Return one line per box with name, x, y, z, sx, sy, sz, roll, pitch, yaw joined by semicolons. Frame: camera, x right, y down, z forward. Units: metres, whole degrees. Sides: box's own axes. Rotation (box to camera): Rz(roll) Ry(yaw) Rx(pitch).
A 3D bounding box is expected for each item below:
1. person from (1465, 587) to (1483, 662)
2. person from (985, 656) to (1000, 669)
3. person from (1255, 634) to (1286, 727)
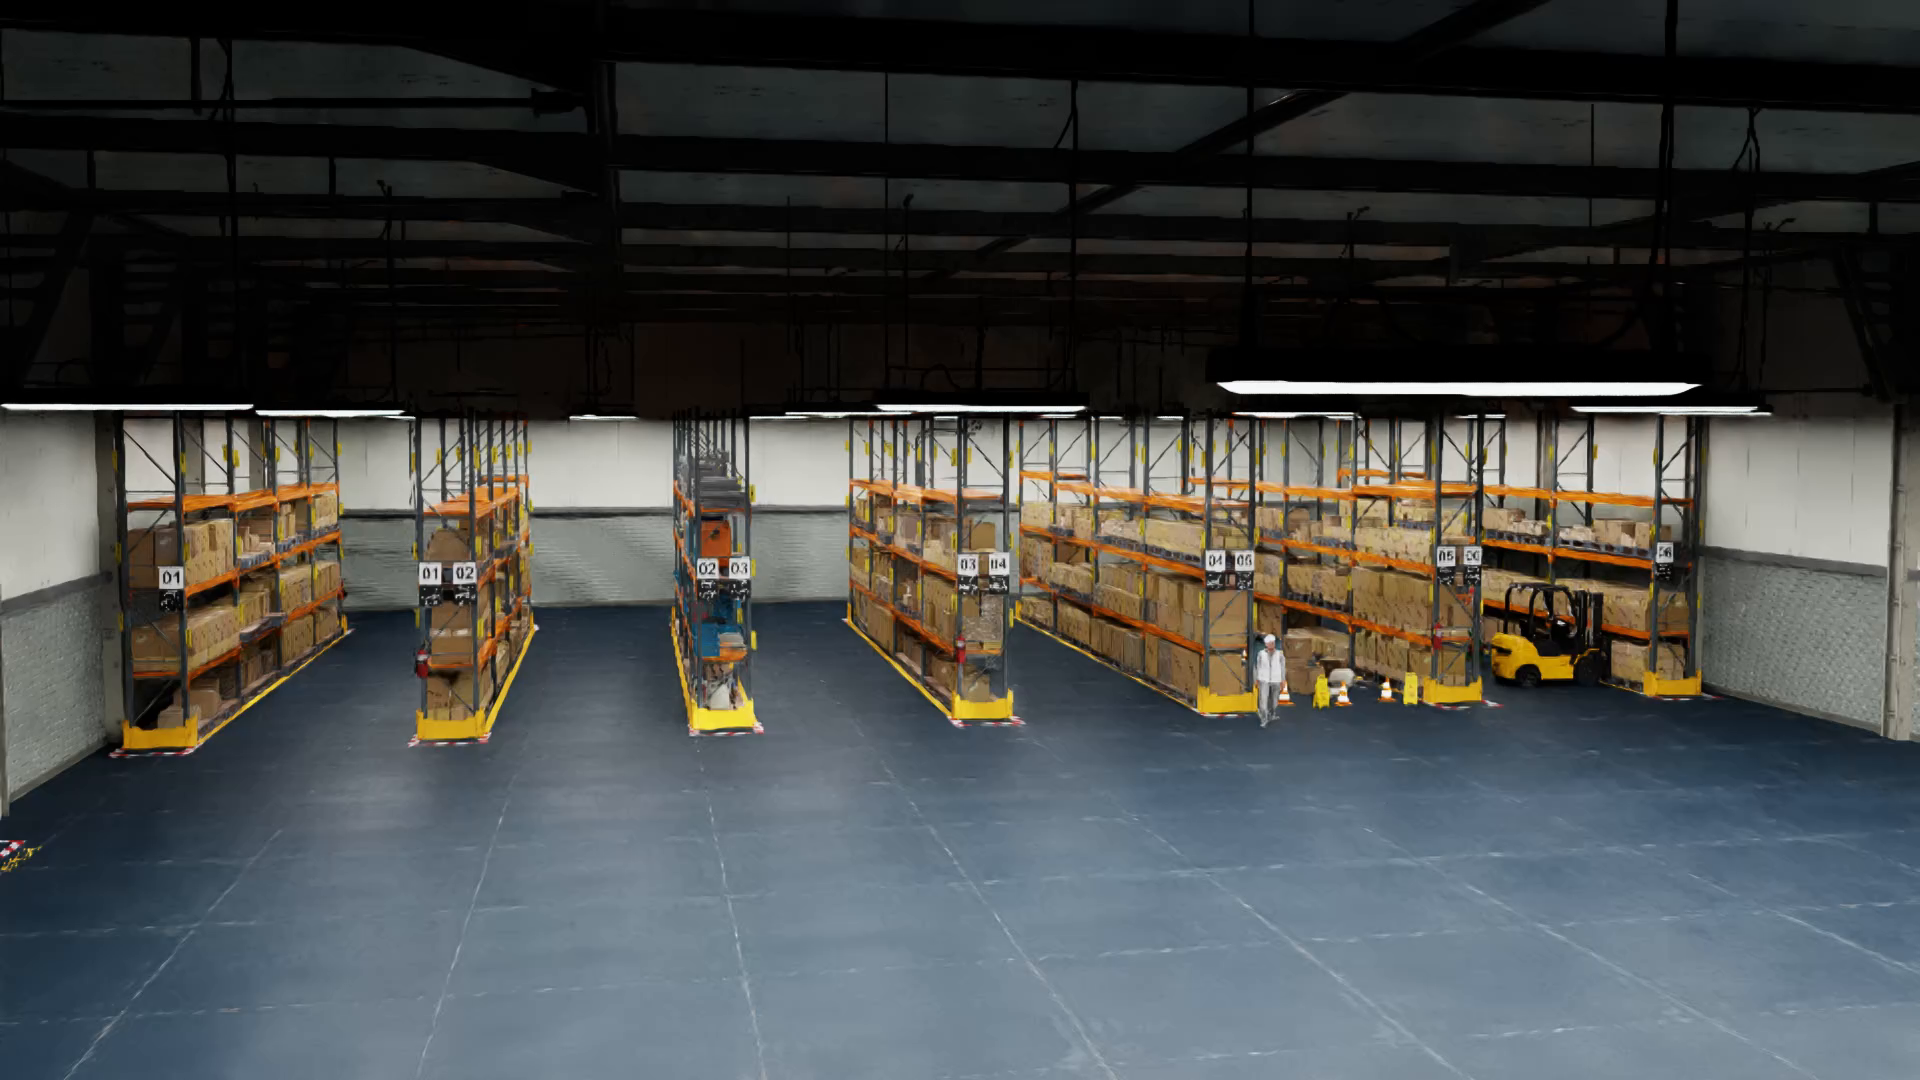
person;12.178;2.001;39.607;0.570;1.786;0.653;1;4;15
person;0.751;2.128;38.577;0.433;1.684;0.553;-3;5;-39
person;5.857;2.631;31.339;0.560;1.734;0.926;0;4;5
